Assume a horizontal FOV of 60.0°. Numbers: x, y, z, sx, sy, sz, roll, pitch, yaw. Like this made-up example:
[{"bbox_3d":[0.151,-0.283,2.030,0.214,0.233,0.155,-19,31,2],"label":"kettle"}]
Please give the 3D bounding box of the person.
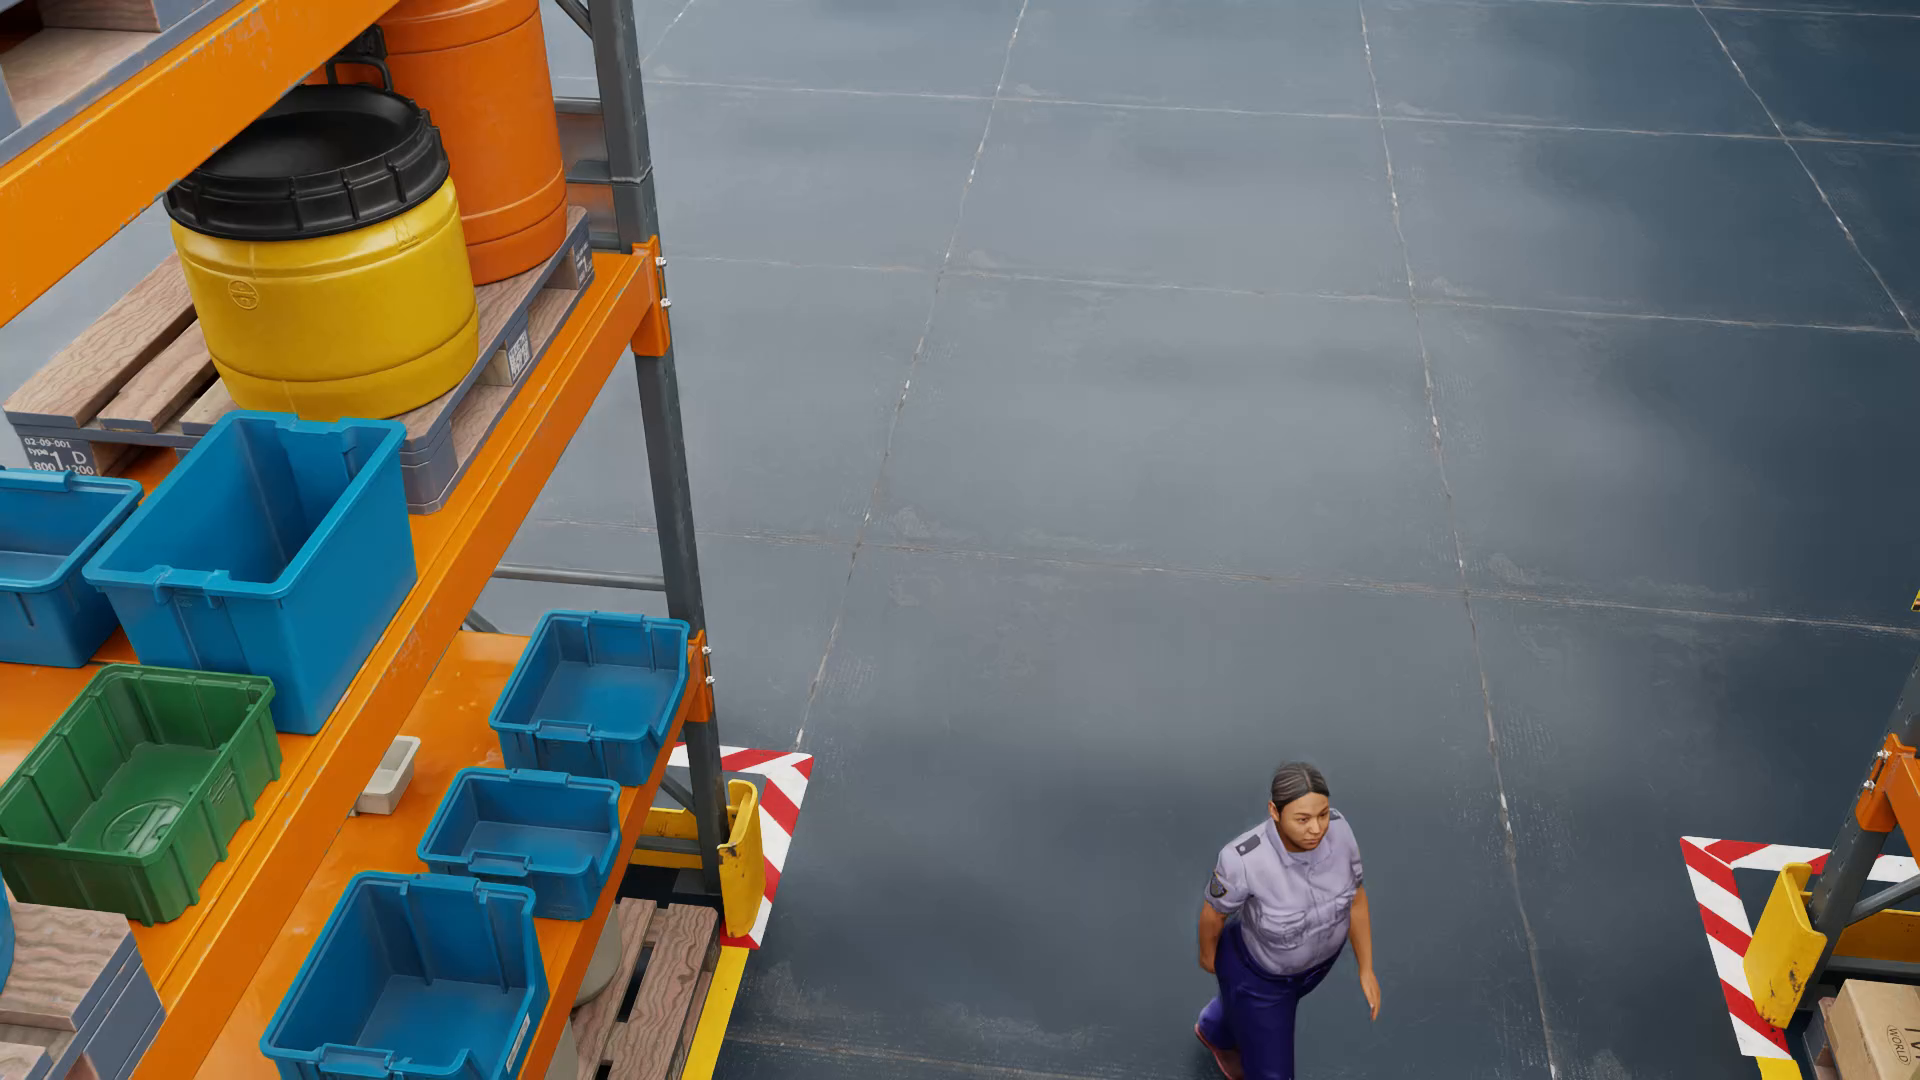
[{"bbox_3d":[1.060,1.370,5.175,0.474,1.592,0.929,-19,40,-24],"label":"person"}]
